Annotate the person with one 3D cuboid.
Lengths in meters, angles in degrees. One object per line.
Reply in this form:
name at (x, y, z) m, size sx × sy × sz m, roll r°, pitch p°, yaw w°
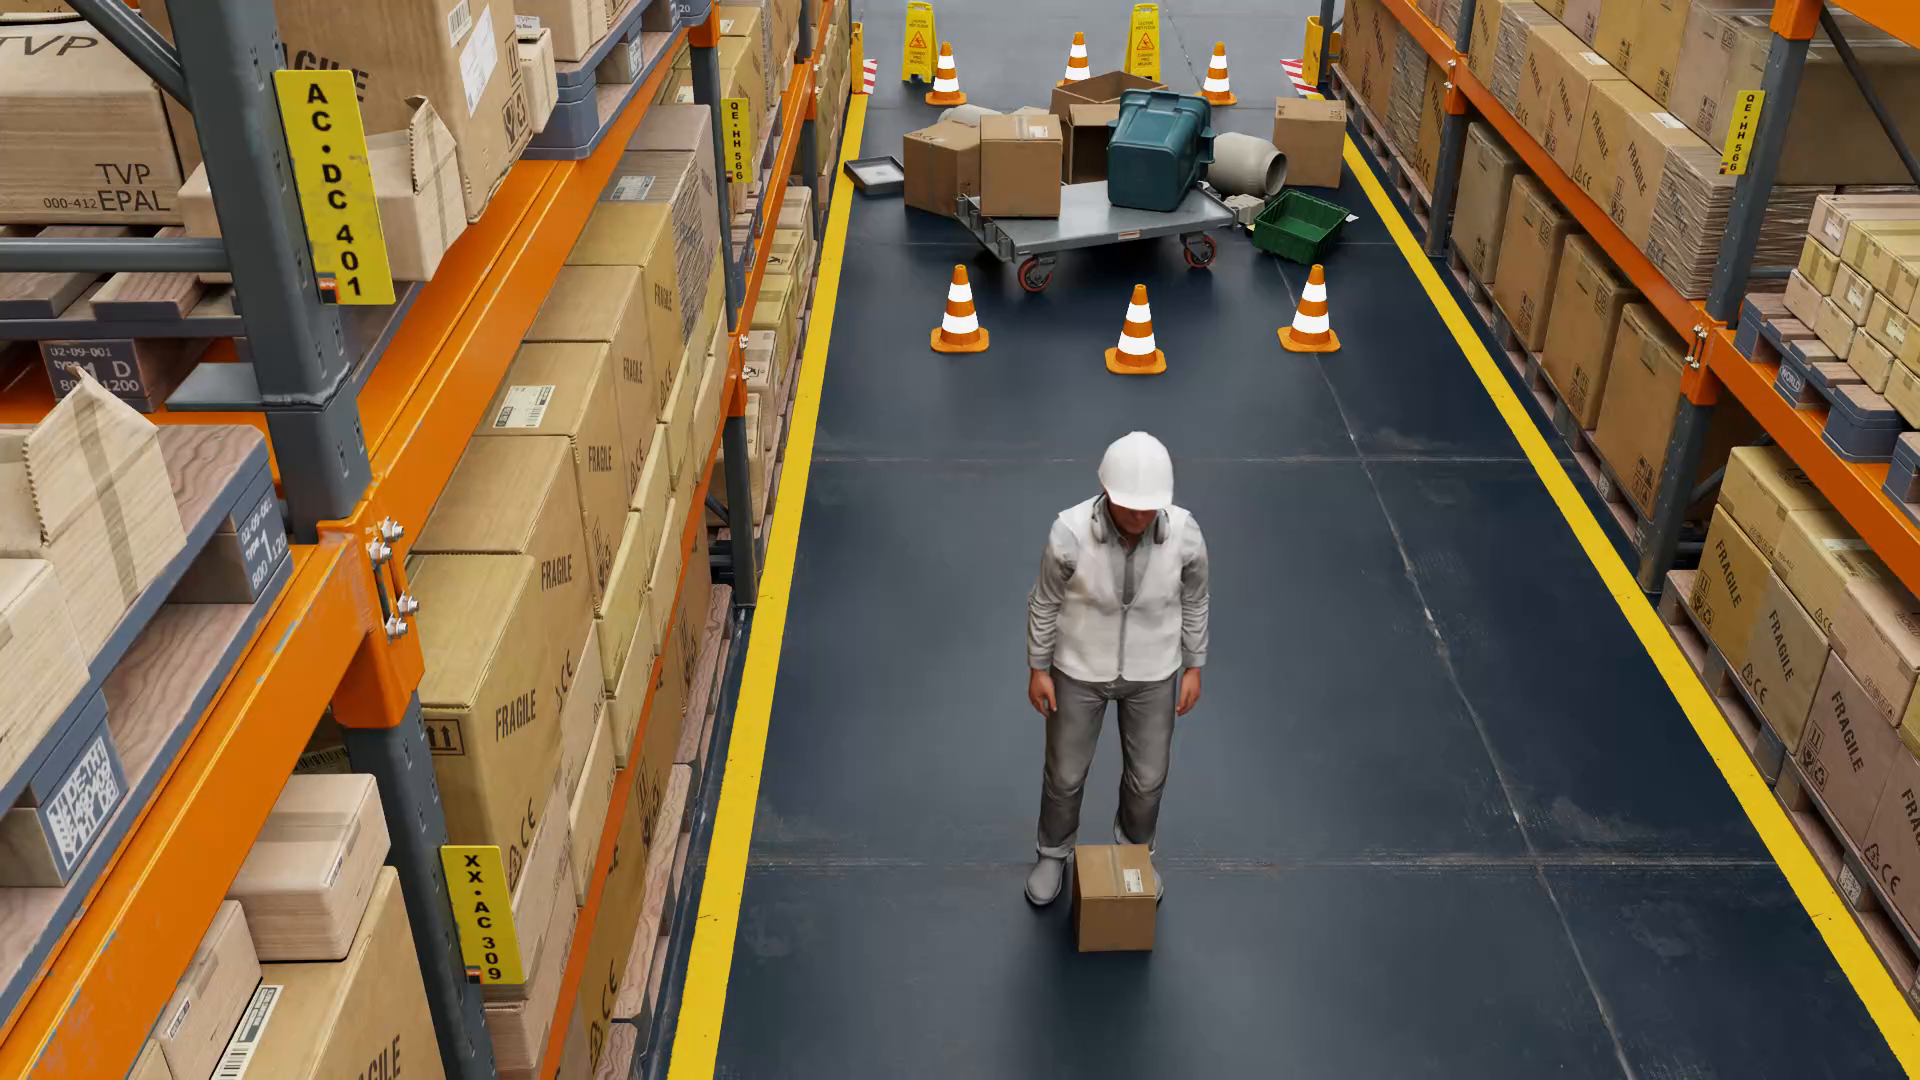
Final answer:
person at (0.508, 0.423, 5.416) m, size 0.586 × 1.768 × 0.466 m, roll -1°, pitch 31°, yaw -1°
